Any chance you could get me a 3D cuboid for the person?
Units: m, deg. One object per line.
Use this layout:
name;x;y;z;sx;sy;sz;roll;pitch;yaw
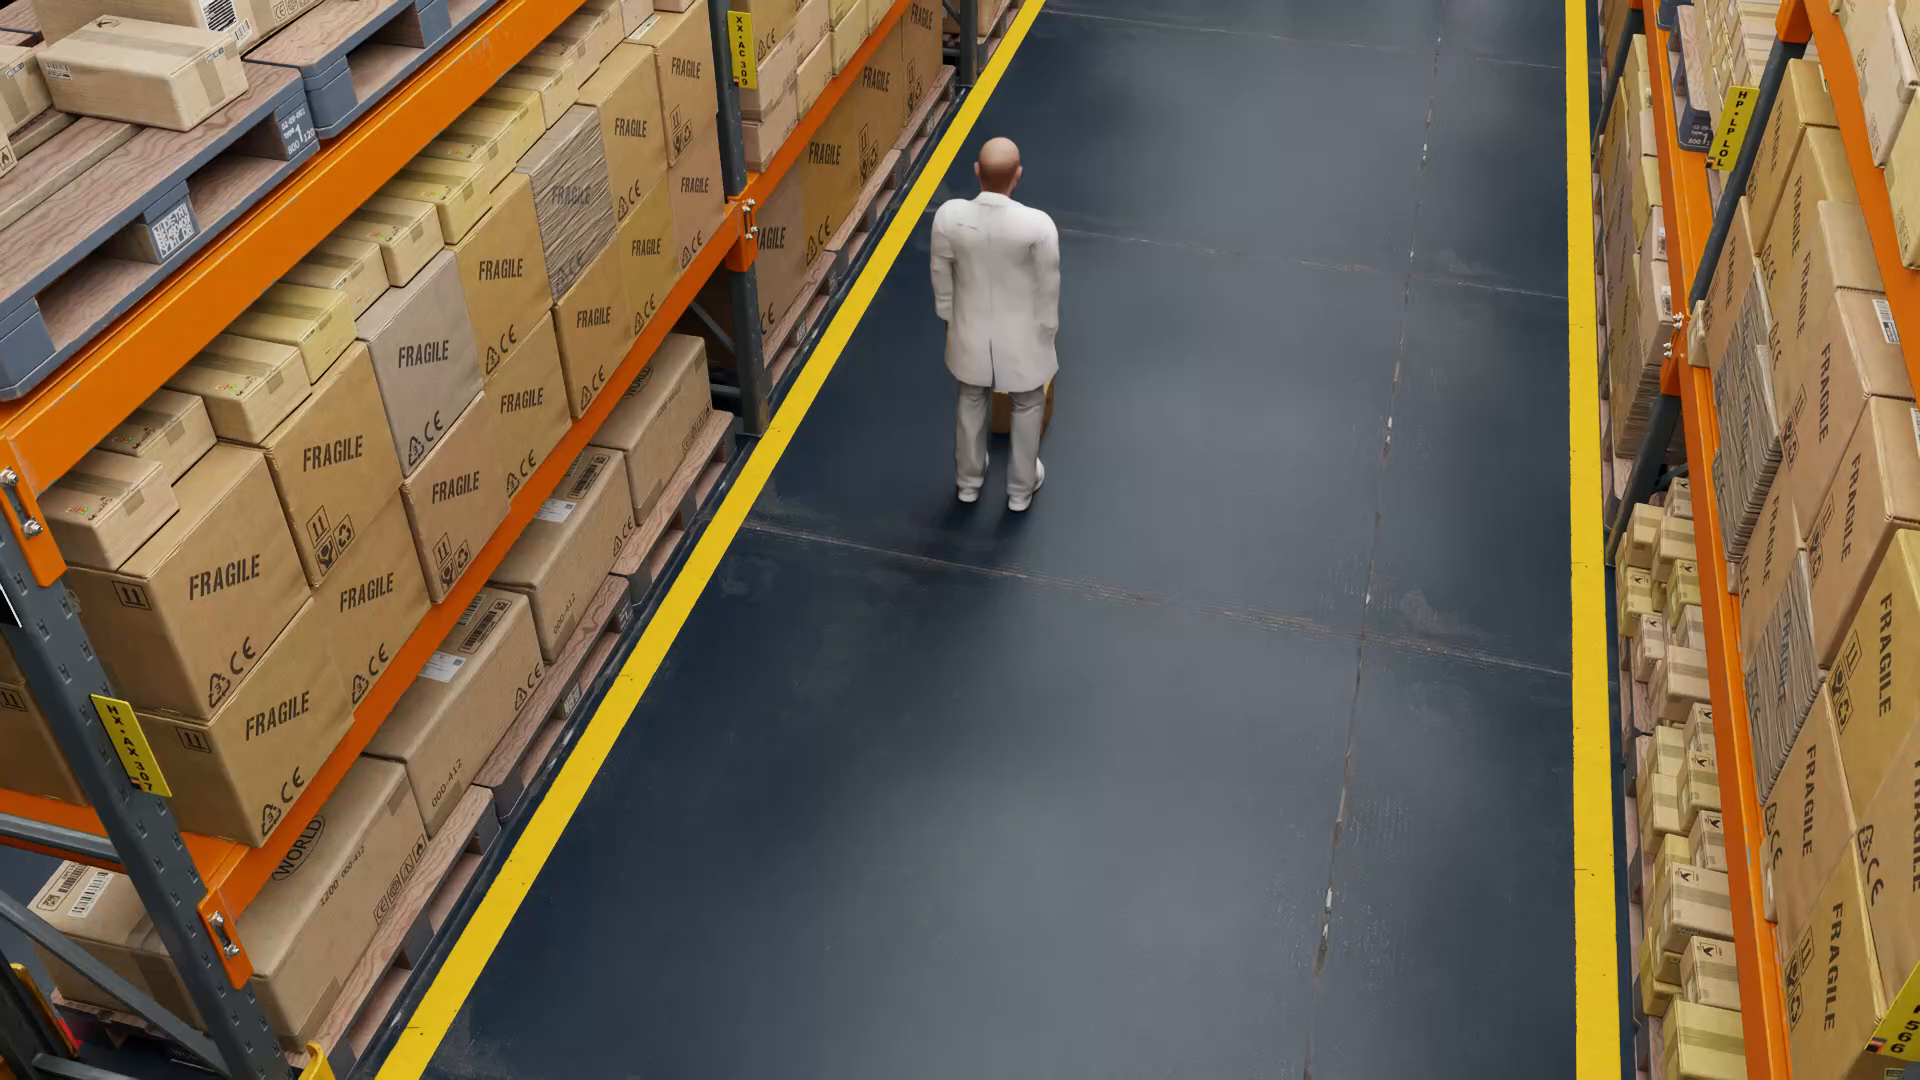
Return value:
person;0.157;-0.933;7.279;0.569;1.765;0.378;11;42;12
